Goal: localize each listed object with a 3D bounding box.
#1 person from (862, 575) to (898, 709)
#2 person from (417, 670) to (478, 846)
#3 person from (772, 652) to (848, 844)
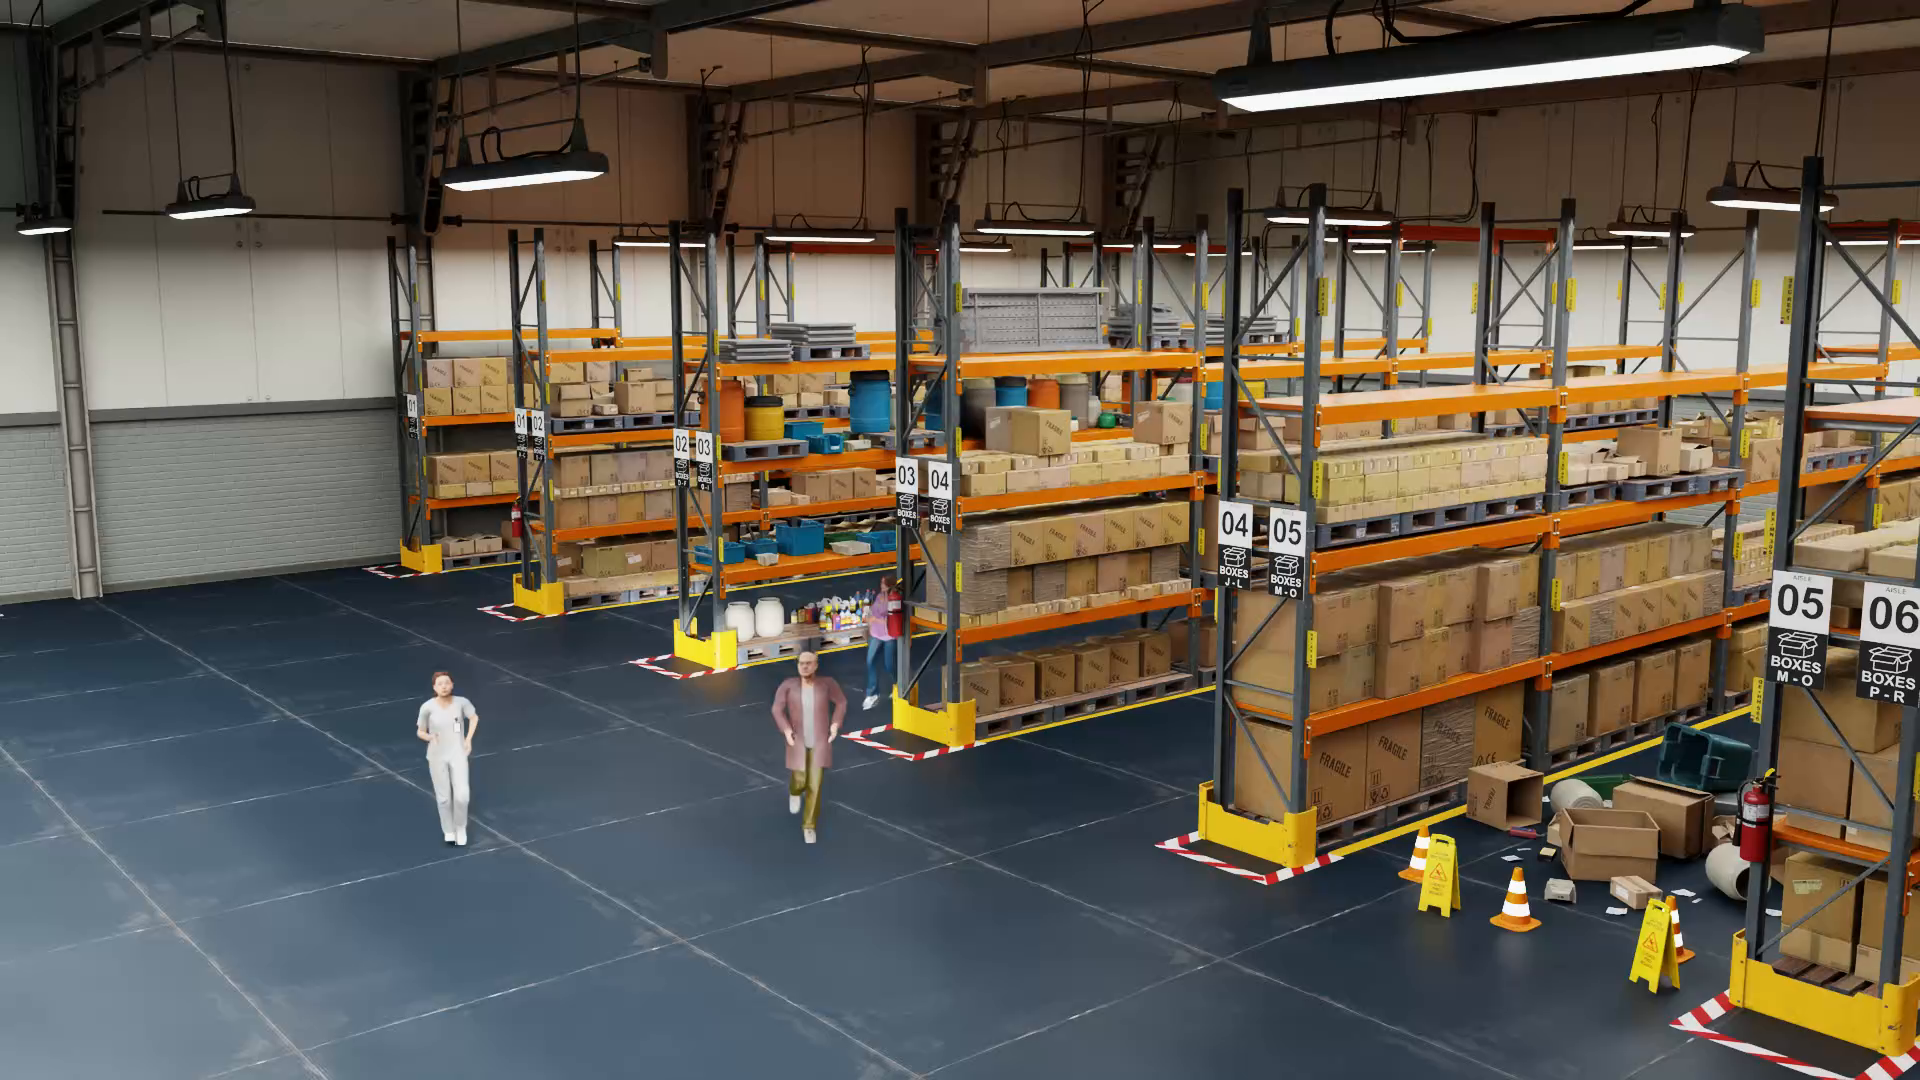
[{"bbox_3d":[-0.948,1.237,20.472,0.479,1.623,0.663,7,11,37],"label":"person"},{"bbox_3d":[-4.685,2.144,15.278,0.548,1.404,0.616,-3,9,-18],"label":"person"},{"bbox_3d":[-1.417,1.909,15.742,0.717,1.768,0.835,-1,9,-3],"label":"person"}]
